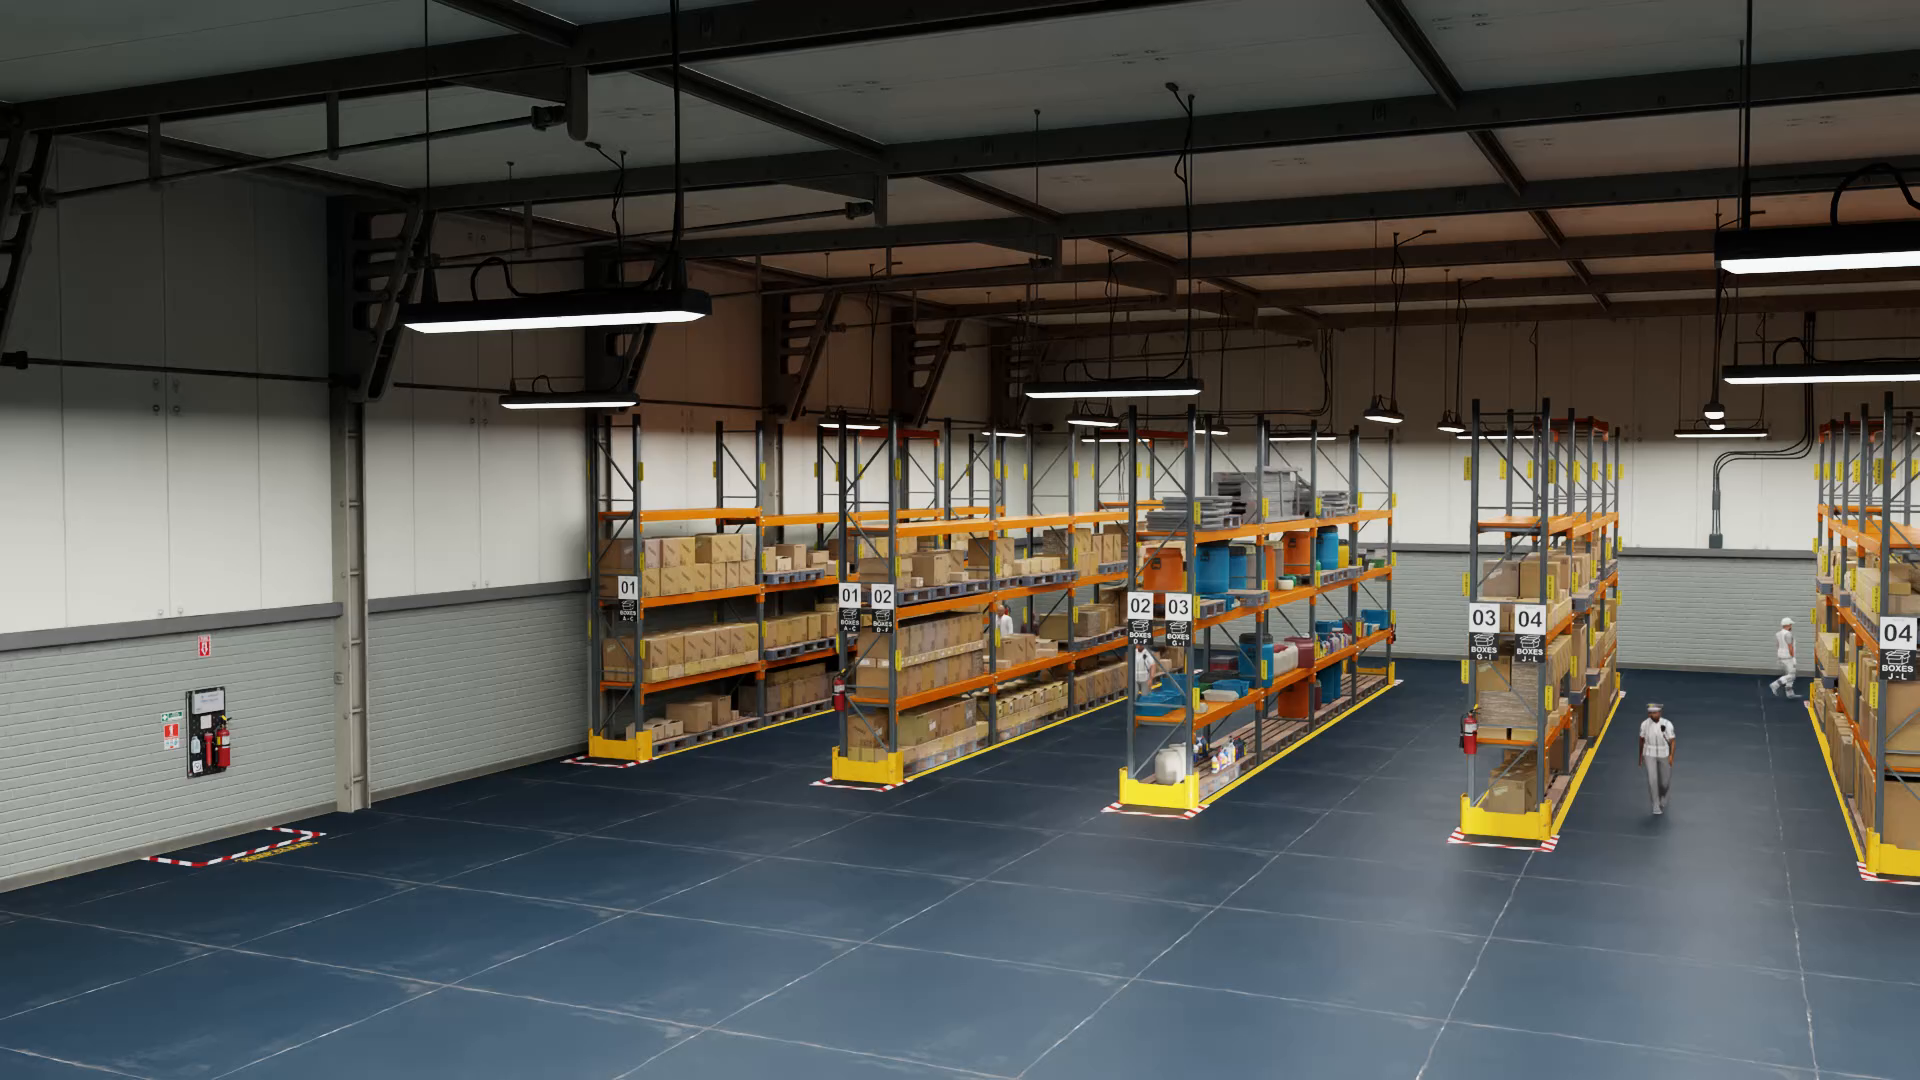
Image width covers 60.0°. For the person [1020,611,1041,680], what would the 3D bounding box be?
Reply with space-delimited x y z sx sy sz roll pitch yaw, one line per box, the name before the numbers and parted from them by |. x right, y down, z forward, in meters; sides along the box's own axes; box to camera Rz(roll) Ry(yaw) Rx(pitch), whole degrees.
person | 1.664 2.521 38.585 0.615 1.771 0.536 1 3 30

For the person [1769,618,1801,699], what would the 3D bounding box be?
person | 18.100 2.601 36.480 0.780 1.785 0.573 0 2 2

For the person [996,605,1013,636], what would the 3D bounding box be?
person | 0.986 2.487 40.081 0.633 1.842 0.608 1 3 26

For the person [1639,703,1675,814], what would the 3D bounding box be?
person | 10.299 3.193 24.571 0.492 1.591 0.839 1 3 21

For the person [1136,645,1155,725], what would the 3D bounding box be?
person | 3.561 2.805 32.720 0.585 1.813 0.553 1 3 27
